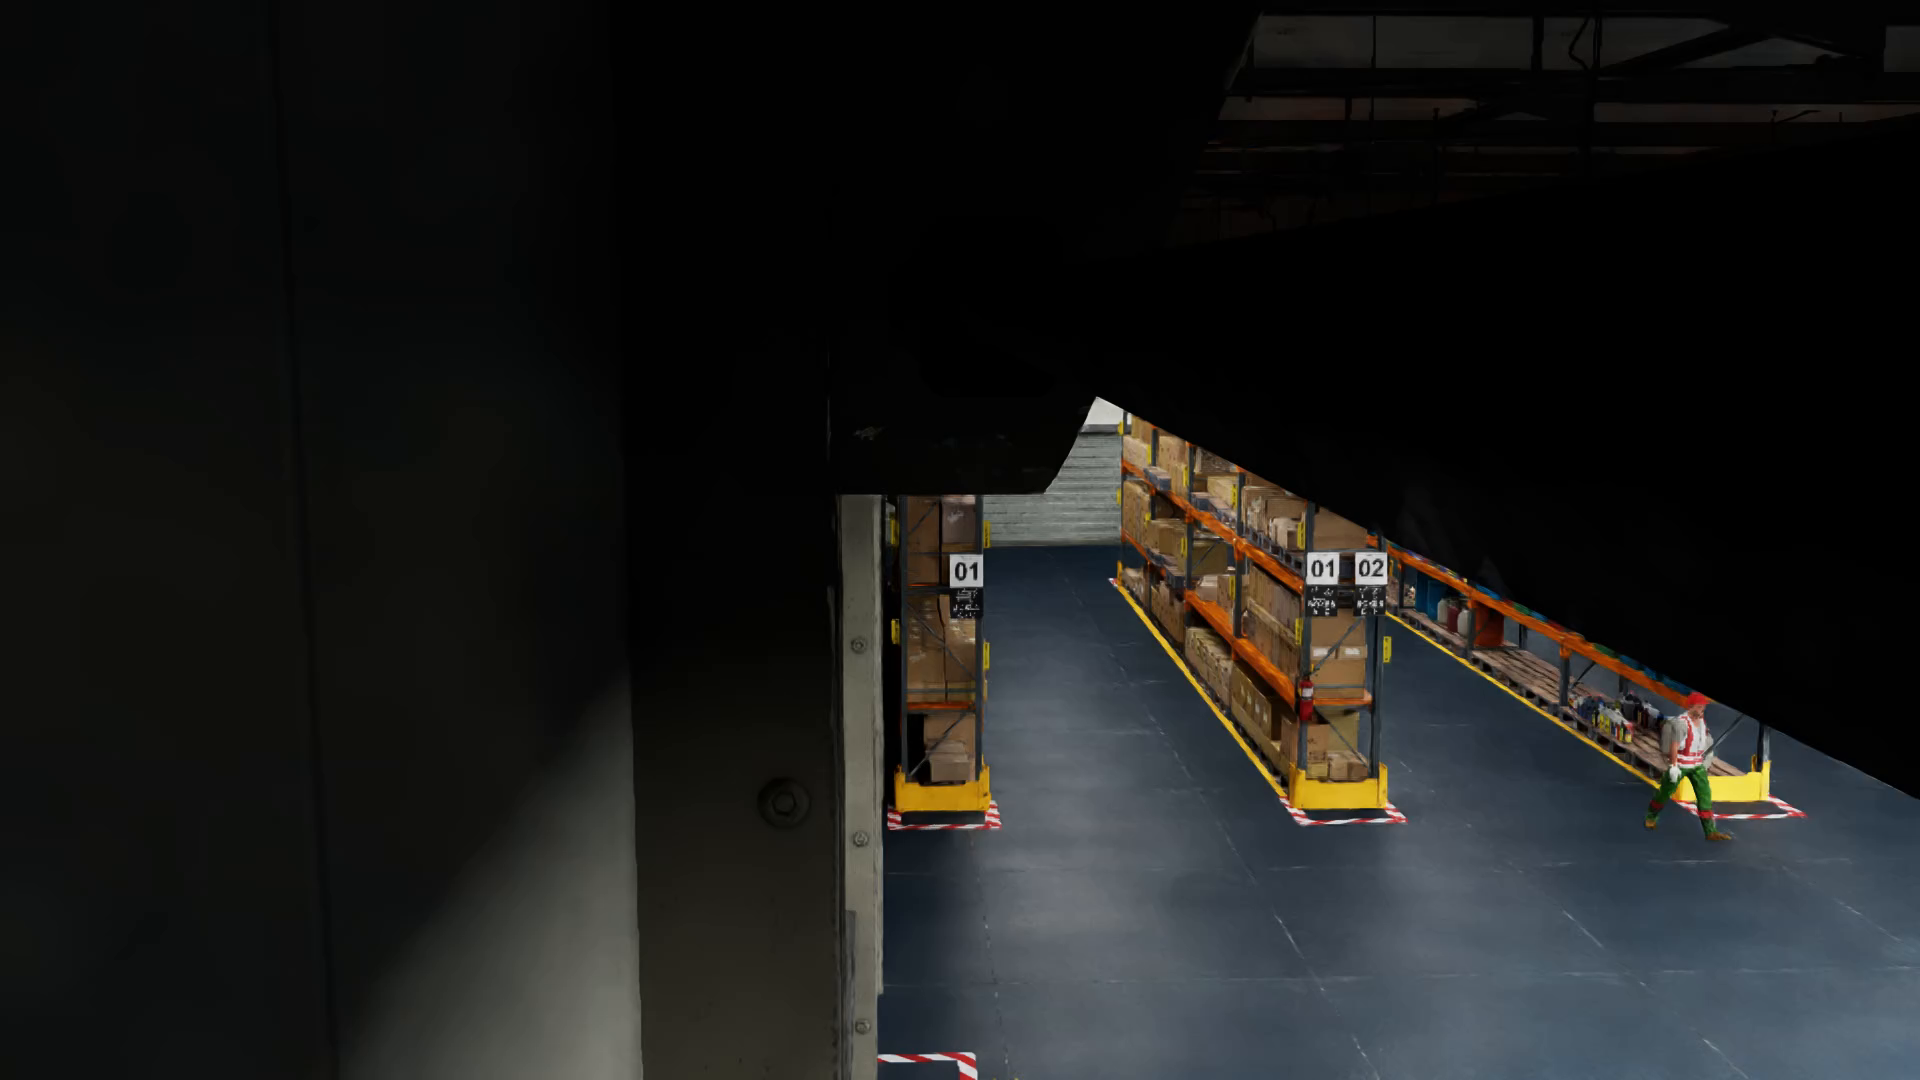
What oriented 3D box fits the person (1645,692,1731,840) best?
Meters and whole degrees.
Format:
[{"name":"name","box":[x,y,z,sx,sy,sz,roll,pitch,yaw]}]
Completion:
[{"name":"person","box":[8.527,2.623,19.455,0.593,1.747,0.968,-4,9,-25]}]

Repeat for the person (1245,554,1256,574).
[{"name":"person","box":[6.480,-0.029,37.258,0.604,1.772,0.714,-4,9,-24]}]
